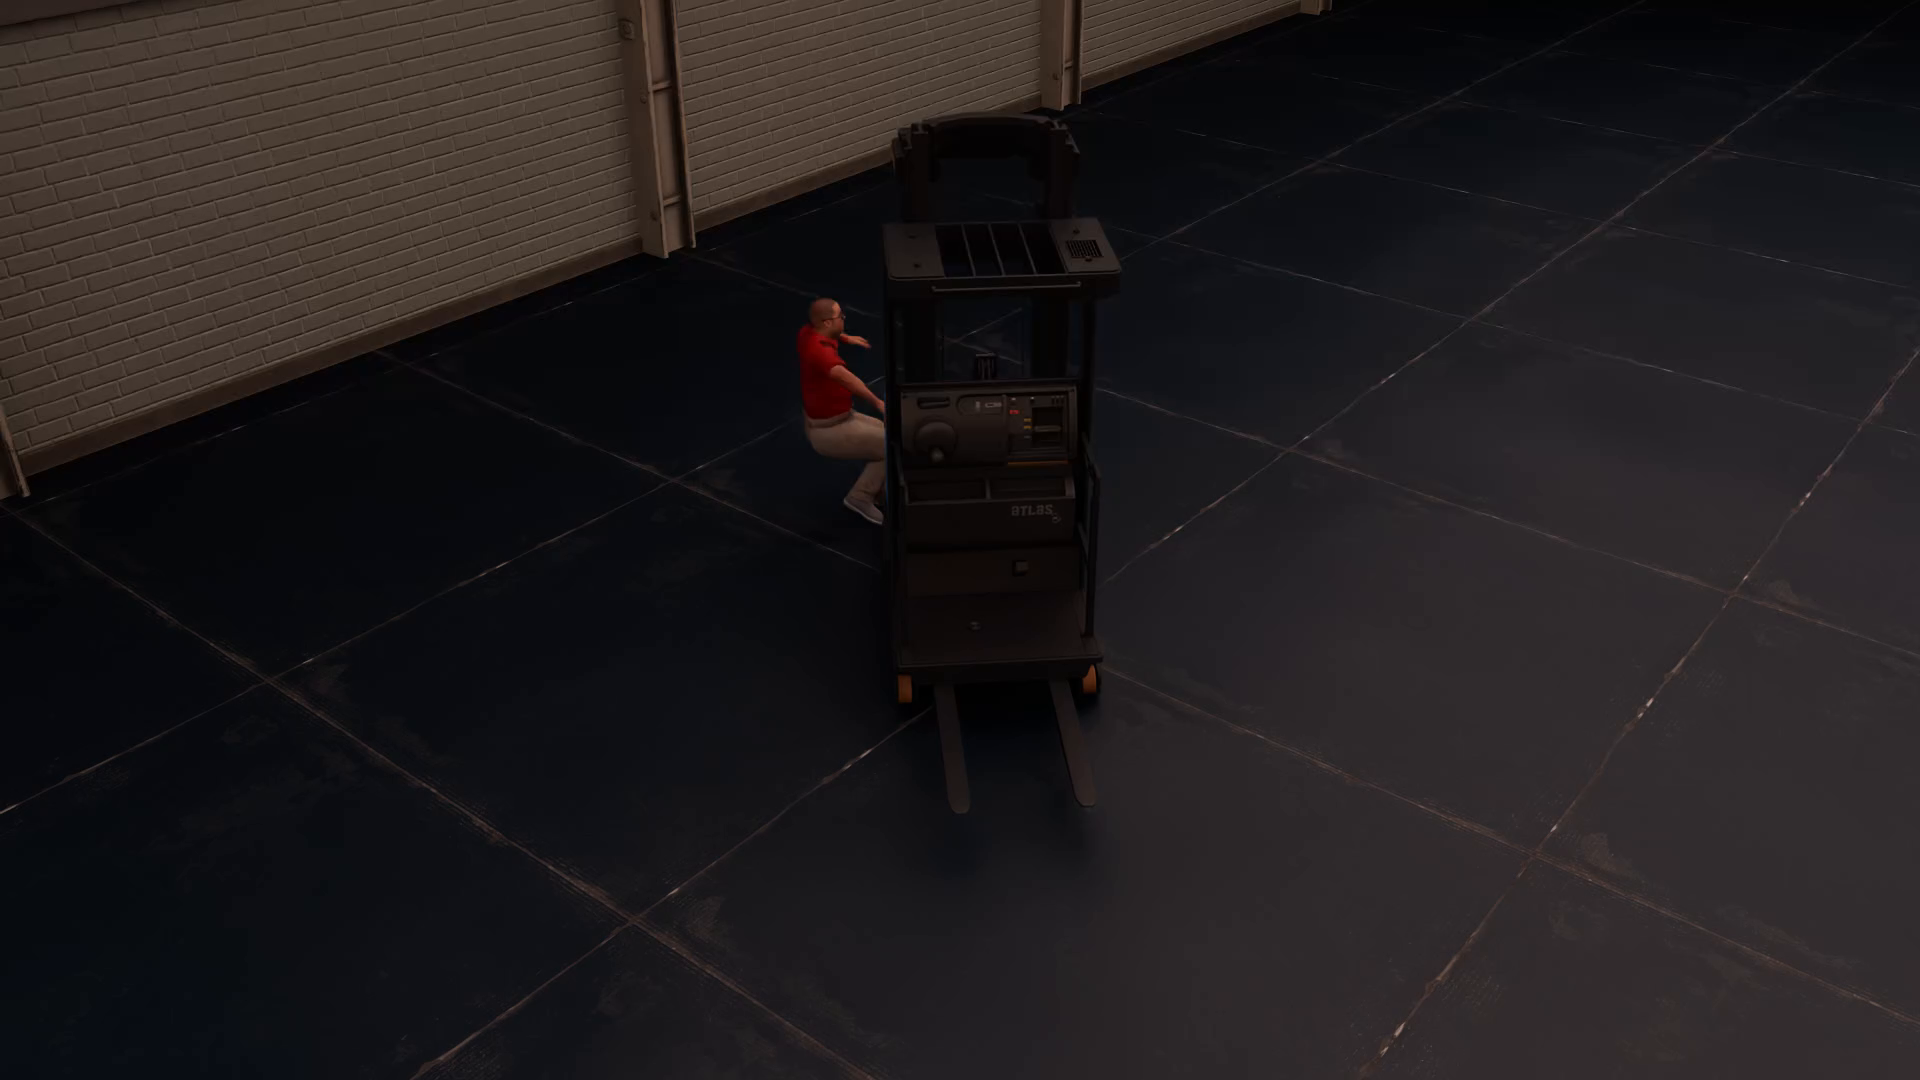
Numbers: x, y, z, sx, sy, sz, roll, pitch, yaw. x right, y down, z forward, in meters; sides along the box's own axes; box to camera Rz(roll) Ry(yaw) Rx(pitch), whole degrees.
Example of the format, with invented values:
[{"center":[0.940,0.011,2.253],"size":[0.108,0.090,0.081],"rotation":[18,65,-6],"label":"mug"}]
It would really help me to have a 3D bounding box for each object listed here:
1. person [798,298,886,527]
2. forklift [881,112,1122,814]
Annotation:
[{"center":[-0.585,-0.805,10.354],"size":[0.812,1.529,1.122],"rotation":[-9,32,-16],"label":"person"},{"center":[0.175,-0.557,8.548],"size":[1.130,2.935,3.031],"rotation":[-3,30,-4],"label":"forklift"}]
